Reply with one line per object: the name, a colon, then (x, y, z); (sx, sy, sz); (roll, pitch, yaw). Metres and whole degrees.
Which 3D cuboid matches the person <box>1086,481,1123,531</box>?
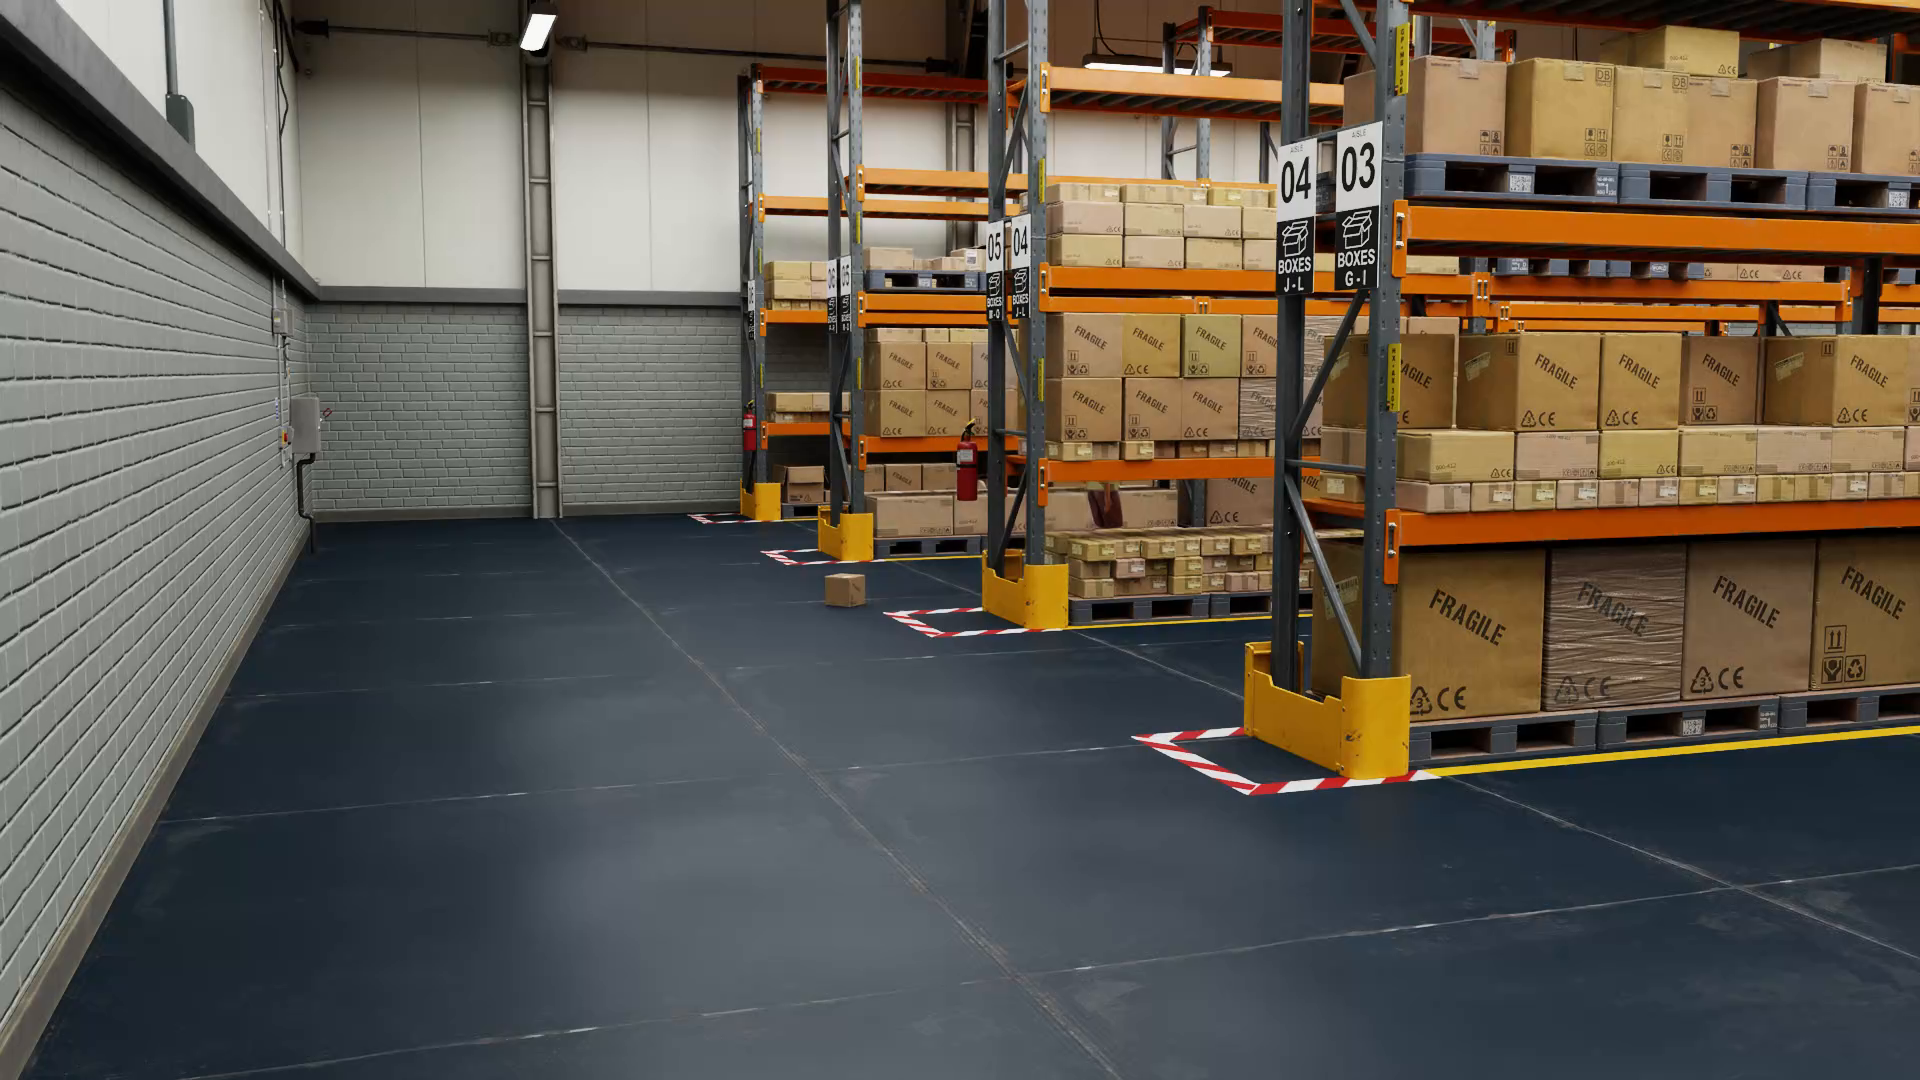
person: (1.287, -0.431, 15.576); (0.674, 1.652, 0.459); (-2, 6, -23)
